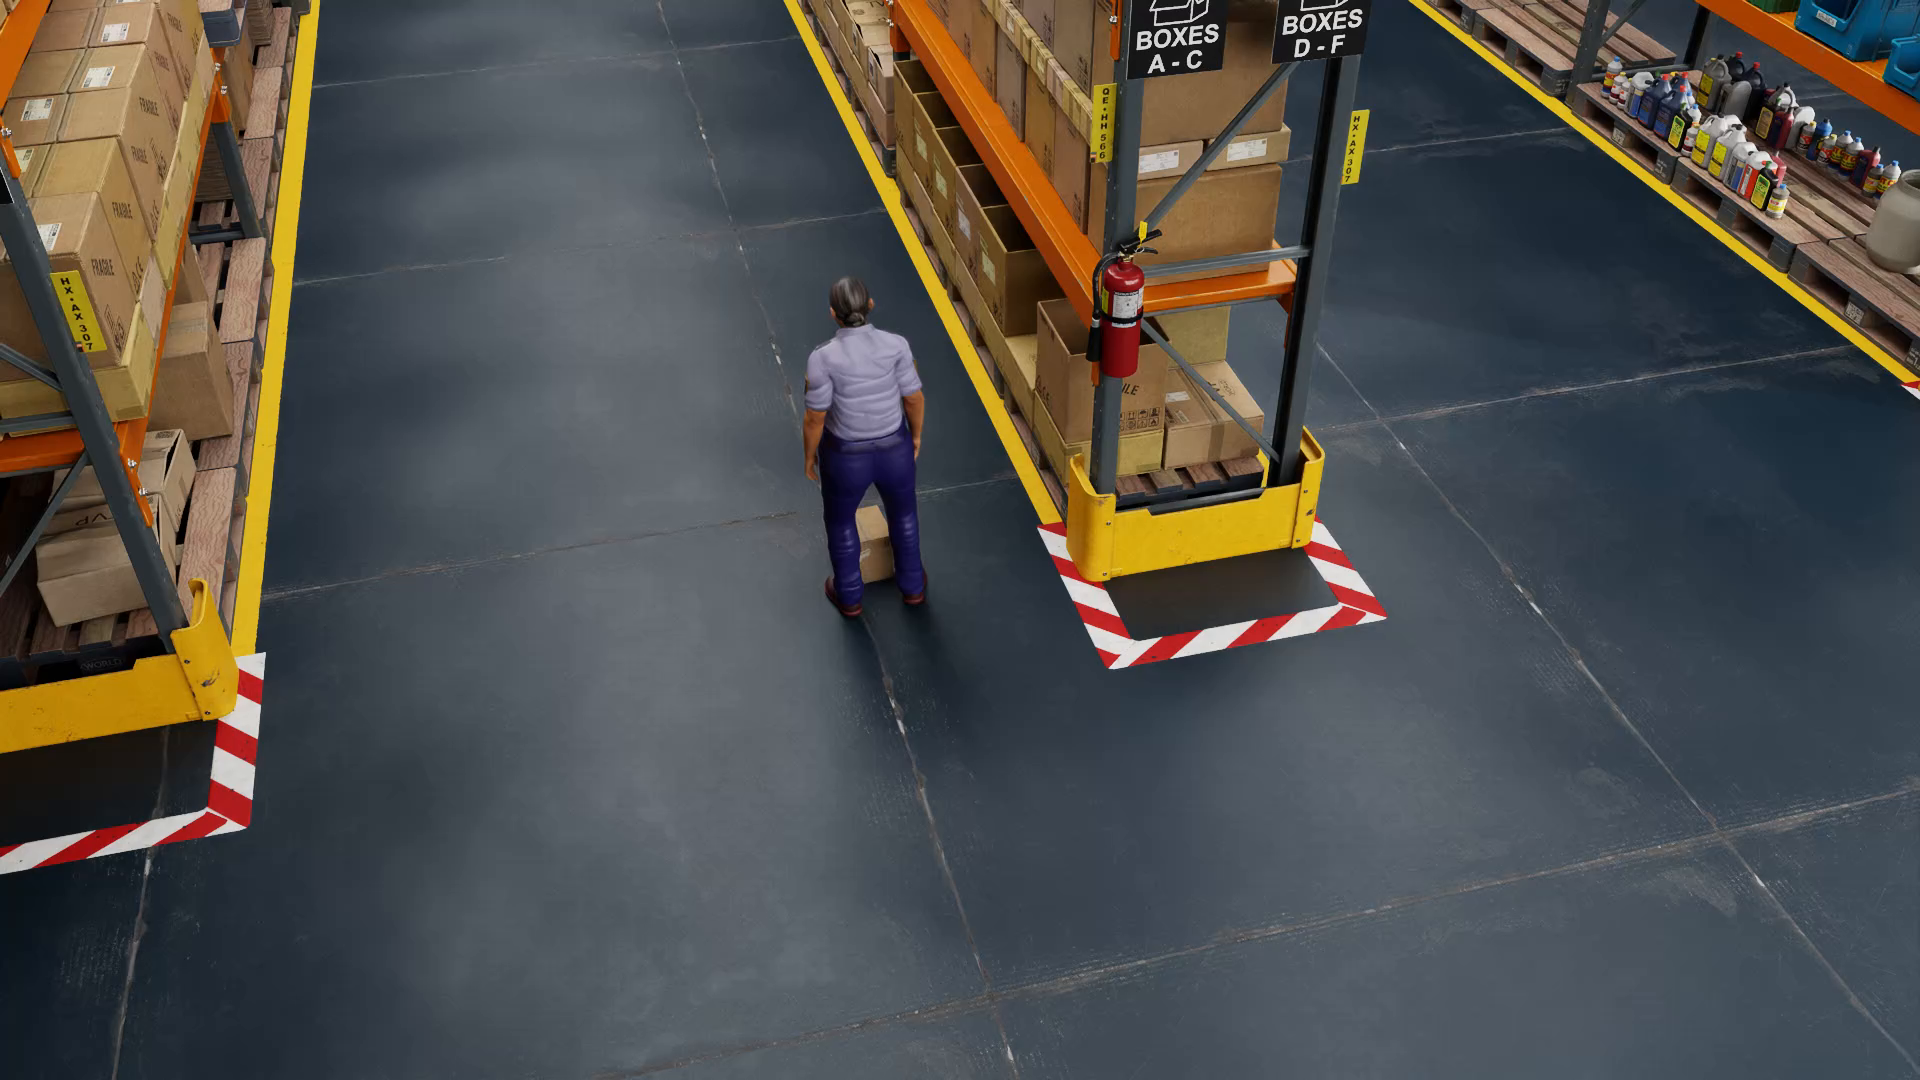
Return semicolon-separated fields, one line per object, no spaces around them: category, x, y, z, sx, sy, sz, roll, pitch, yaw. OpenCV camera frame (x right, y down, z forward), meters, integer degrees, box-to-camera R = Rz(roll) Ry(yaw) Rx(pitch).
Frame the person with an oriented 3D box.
person;-0.400;-0.377;7.195;0.557;1.652;0.367;-11;40;-13
